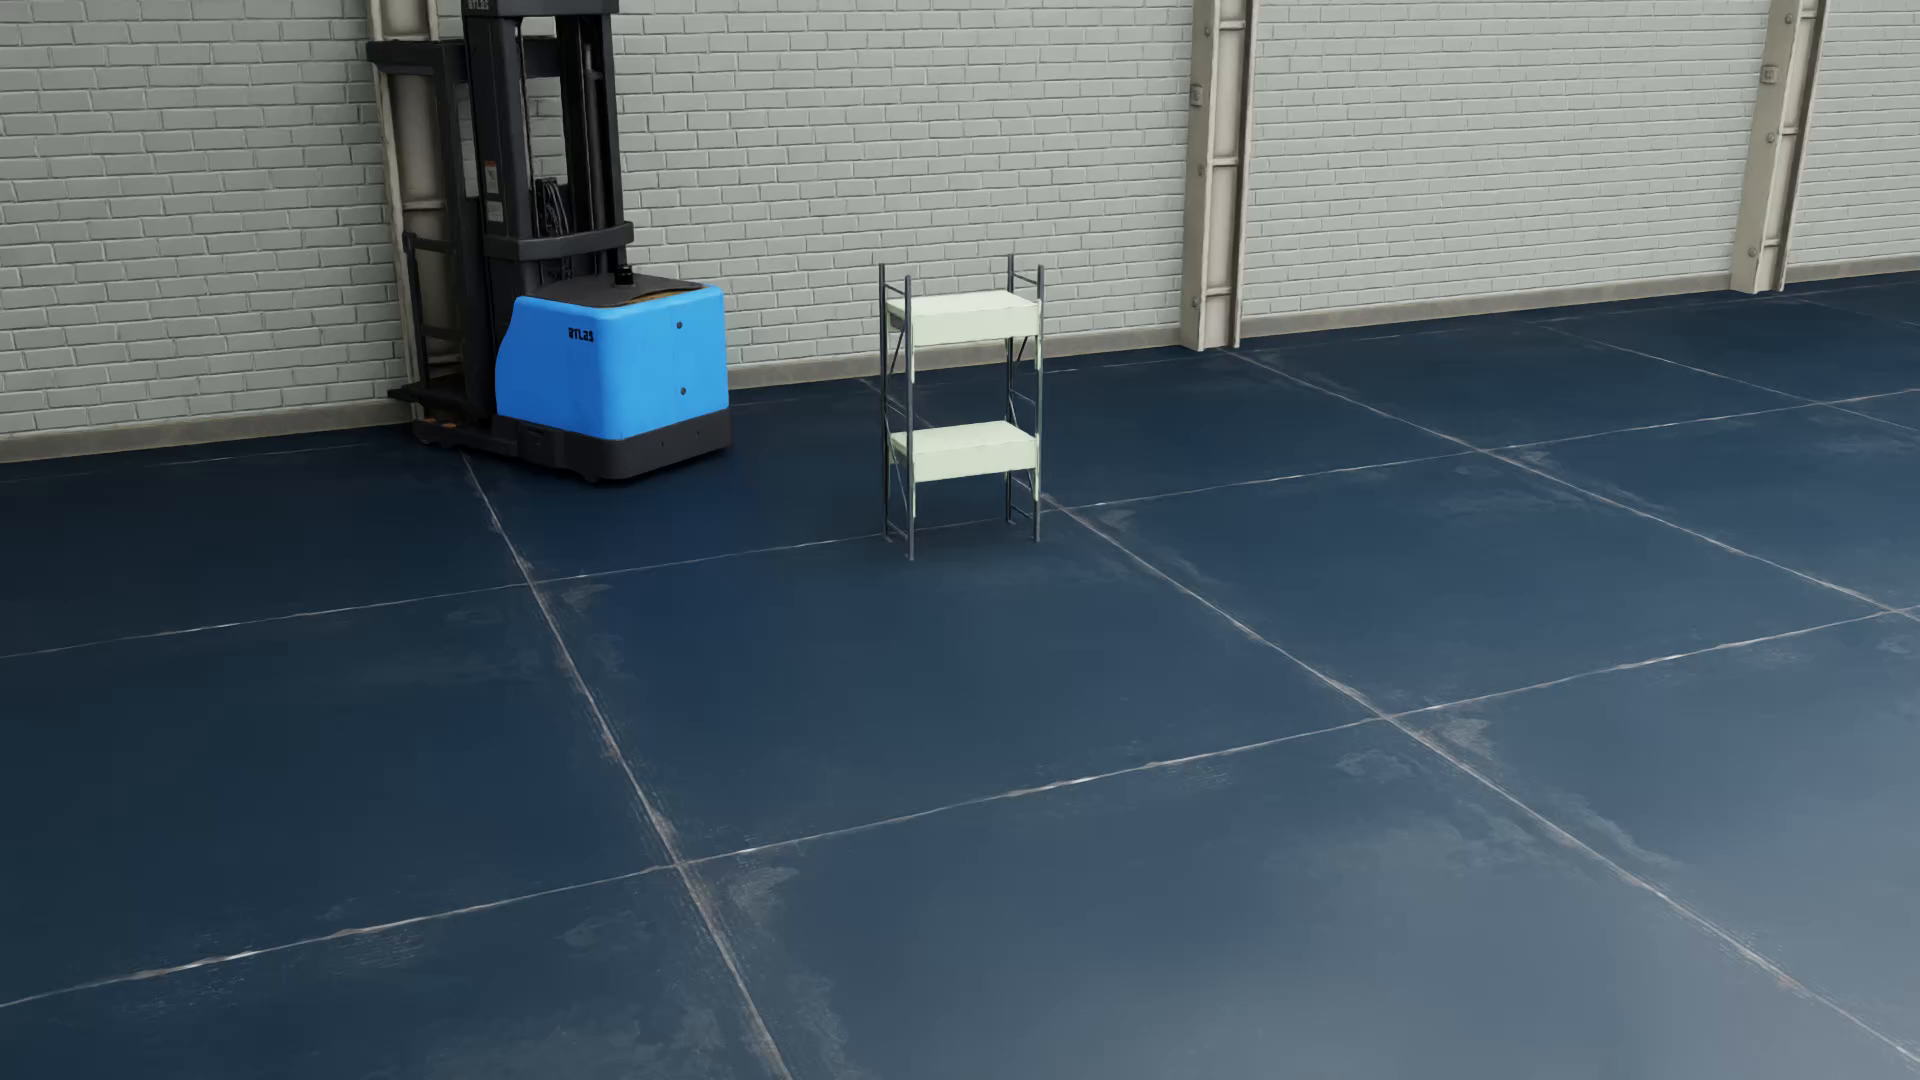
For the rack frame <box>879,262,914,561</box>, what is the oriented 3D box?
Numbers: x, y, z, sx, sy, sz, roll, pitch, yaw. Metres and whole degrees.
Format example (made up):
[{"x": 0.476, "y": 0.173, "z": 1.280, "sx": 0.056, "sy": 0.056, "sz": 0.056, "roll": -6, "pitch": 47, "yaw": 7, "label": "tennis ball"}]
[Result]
[{"x": -0.330, "y": -0.660, "z": 8.639, "sx": 0.023, "sy": 1.500, "sz": 0.400, "roll": -8, "pitch": 21, "yaw": -22, "label": "rack frame"}]

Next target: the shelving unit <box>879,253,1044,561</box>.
[{"x": 0.006, "y": -0.708, "z": 8.775, "sx": 0.755, "sy": 1.500, "sz": 0.431, "roll": -8, "pitch": 21, "yaw": -22, "label": "shelving unit"}]

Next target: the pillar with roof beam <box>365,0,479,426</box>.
[{"x": -1.781, "y": -3.724, "z": 6.048, "sx": 0.400, "sy": 9.000, "sz": 9.100, "roll": -8, "pitch": 21, "yaw": -22, "label": "pillar with roof beam"}]

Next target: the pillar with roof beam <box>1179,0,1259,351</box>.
[{"x": 3.728, "y": -4.513, "z": 8.290, "sx": 0.400, "sy": 9.000, "sz": 9.100, "roll": -8, "pitch": 21, "yaw": -22, "label": "pillar with roof beam"}]

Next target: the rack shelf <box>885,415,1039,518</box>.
[{"x": 0.006, "y": -0.401, "z": 8.884, "sx": 0.720, "sy": 0.370, "sz": 0.431, "roll": -8, "pitch": 21, "yaw": -22, "label": "rack shelf"}]

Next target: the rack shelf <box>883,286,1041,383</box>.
[{"x": 0.006, "y": -1.076, "z": 8.646, "sx": 0.720, "sy": 0.370, "sz": 0.431, "roll": -8, "pitch": 21, "yaw": -22, "label": "rack shelf"}]

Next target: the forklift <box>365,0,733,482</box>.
[{"x": -2.929, "y": -2.095, "z": 10.559, "sx": 3.031, "sy": 2.935, "sz": 1.130, "roll": 14, "pitch": 24, "yaw": 34, "label": "forklift"}]

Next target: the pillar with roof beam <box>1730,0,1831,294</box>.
[{"x": 9.238, "y": -5.302, "z": 10.532, "sx": 0.400, "sy": 9.000, "sz": 9.100, "roll": -8, "pitch": 21, "yaw": -22, "label": "pillar with roof beam"}]

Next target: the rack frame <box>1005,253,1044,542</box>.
[{"x": 0.342, "y": -0.756, "z": 8.912, "sx": 0.023, "sy": 1.500, "sz": 0.400, "roll": -8, "pitch": 21, "yaw": -22, "label": "rack frame"}]
